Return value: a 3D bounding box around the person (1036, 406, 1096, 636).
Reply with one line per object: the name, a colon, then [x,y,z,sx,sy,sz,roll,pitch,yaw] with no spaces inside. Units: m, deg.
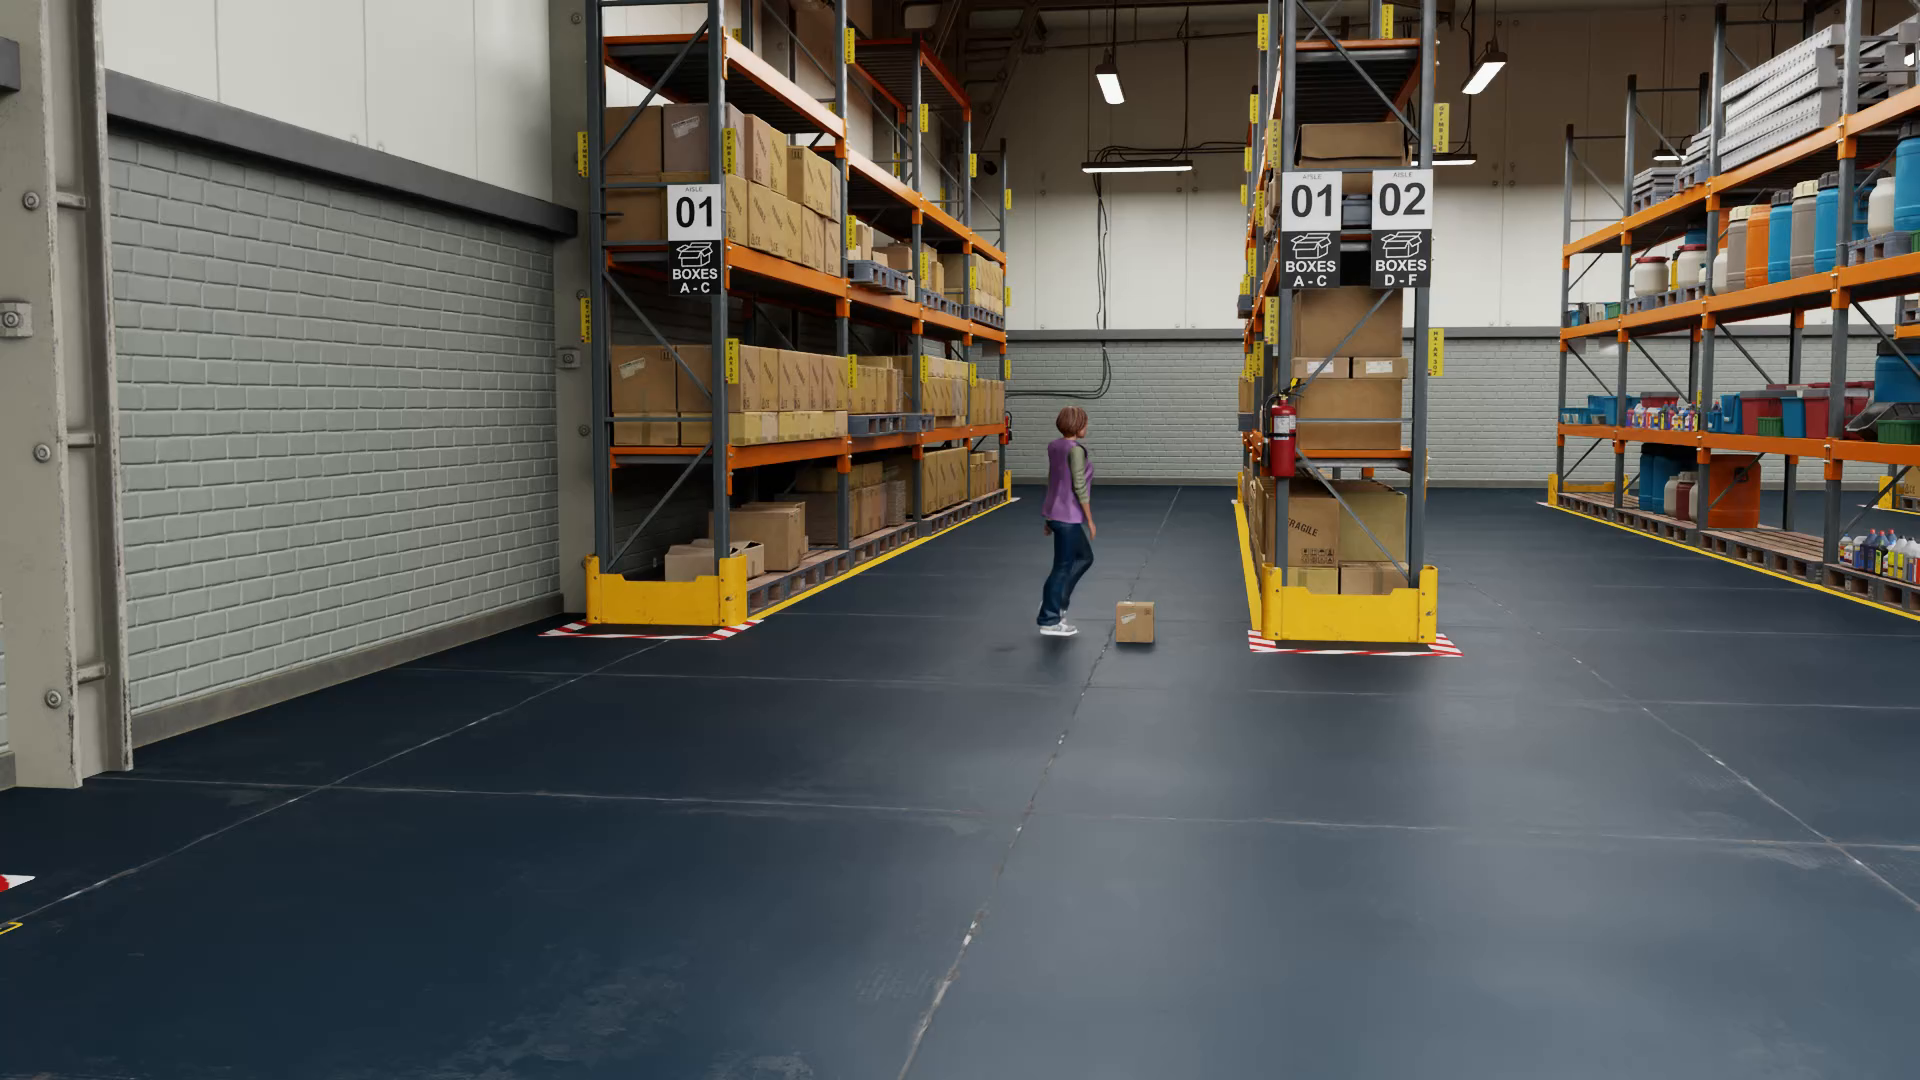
person: [0.758,-0.125,11.458,0.444,1.599,0.472,-1,5,-16]
